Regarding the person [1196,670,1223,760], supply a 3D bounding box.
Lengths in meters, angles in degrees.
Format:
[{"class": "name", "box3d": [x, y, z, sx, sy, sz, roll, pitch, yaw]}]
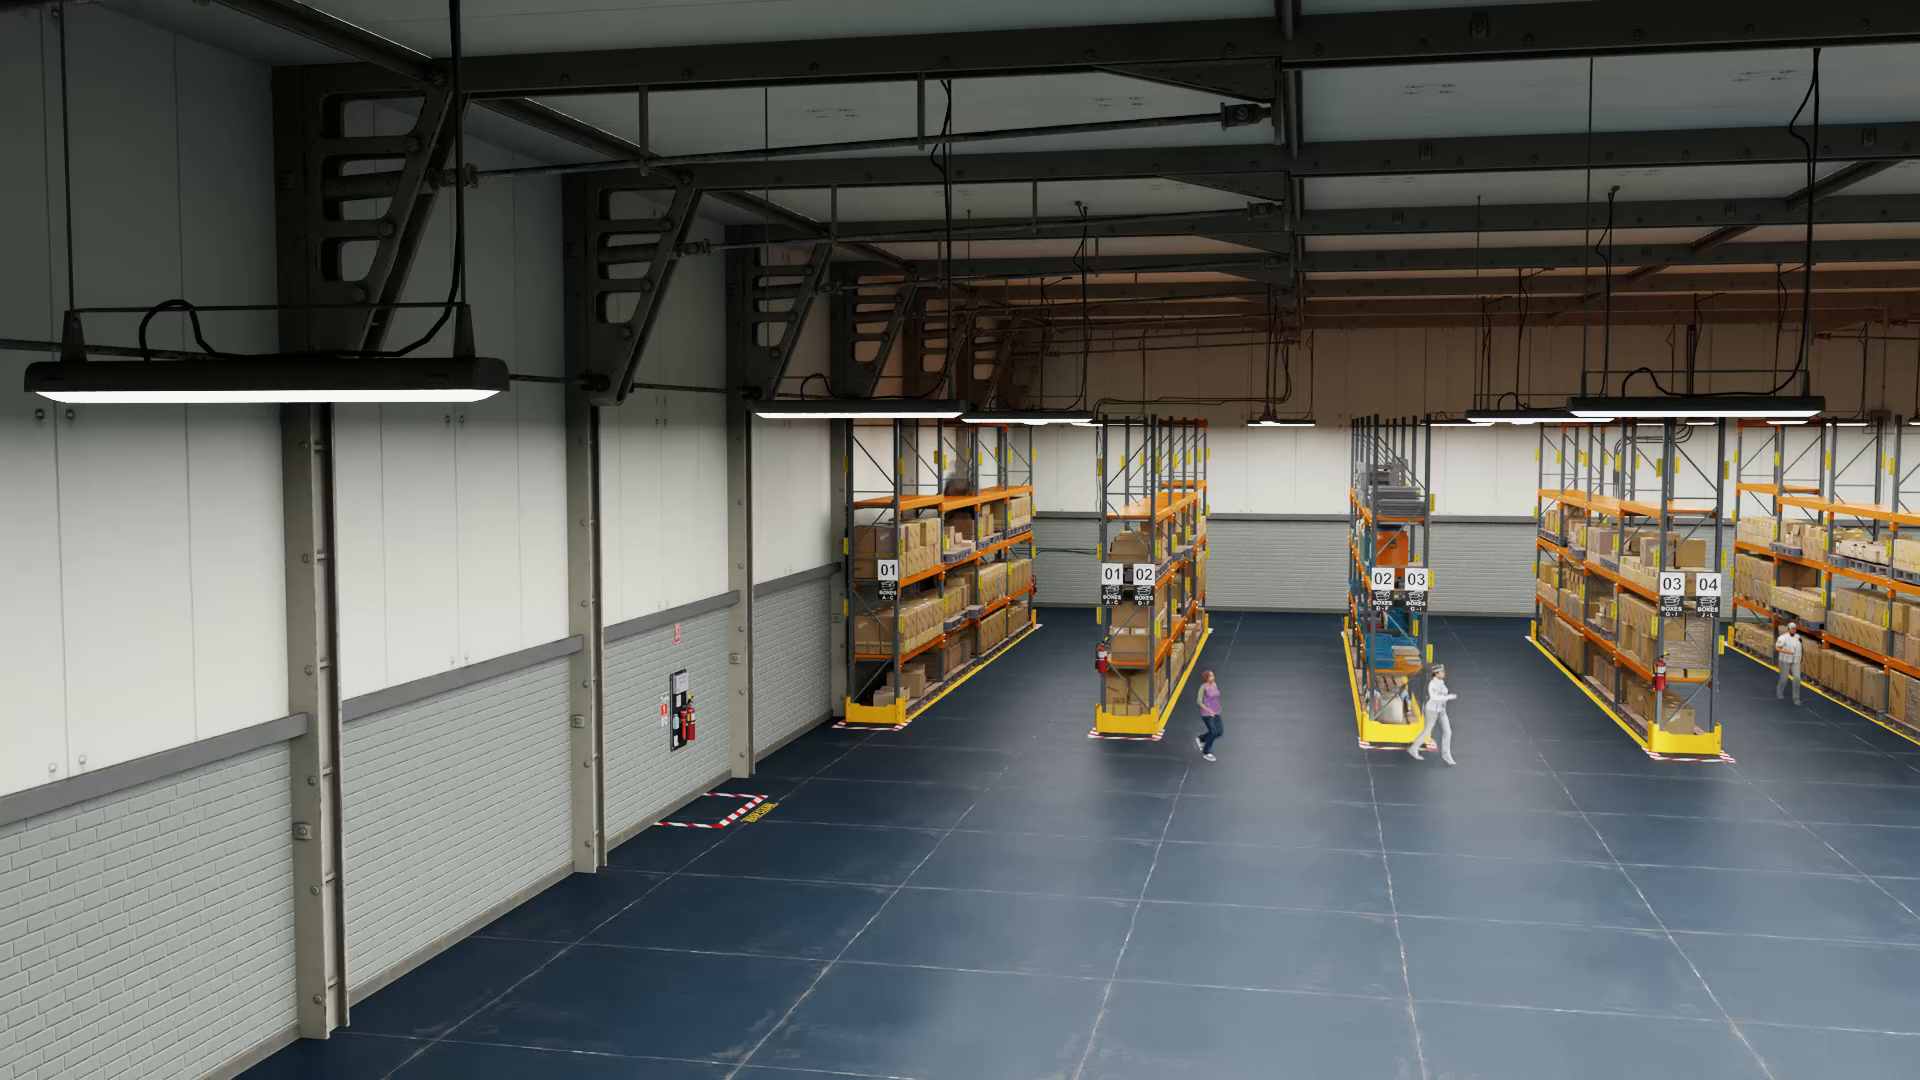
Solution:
[{"class": "person", "box3d": [4.307, 3.030, 28.860, 0.541, 1.566, 0.496, -4, 5, -43]}]

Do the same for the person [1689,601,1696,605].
[{"class": "person", "box3d": [18.833, 2.080, 42.402, 0.607, 1.628, 0.520, 1, 4, 11]}]

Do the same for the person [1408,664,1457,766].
[{"class": "person", "box3d": [8.125, 2.972, 28.468, 0.817, 1.742, 0.600, 3, 5, 42]}]

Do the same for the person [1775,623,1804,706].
[{"class": "person", "box3d": [17.385, 2.573, 34.873, 0.598, 1.696, 0.852, 0, 4, 7]}]
